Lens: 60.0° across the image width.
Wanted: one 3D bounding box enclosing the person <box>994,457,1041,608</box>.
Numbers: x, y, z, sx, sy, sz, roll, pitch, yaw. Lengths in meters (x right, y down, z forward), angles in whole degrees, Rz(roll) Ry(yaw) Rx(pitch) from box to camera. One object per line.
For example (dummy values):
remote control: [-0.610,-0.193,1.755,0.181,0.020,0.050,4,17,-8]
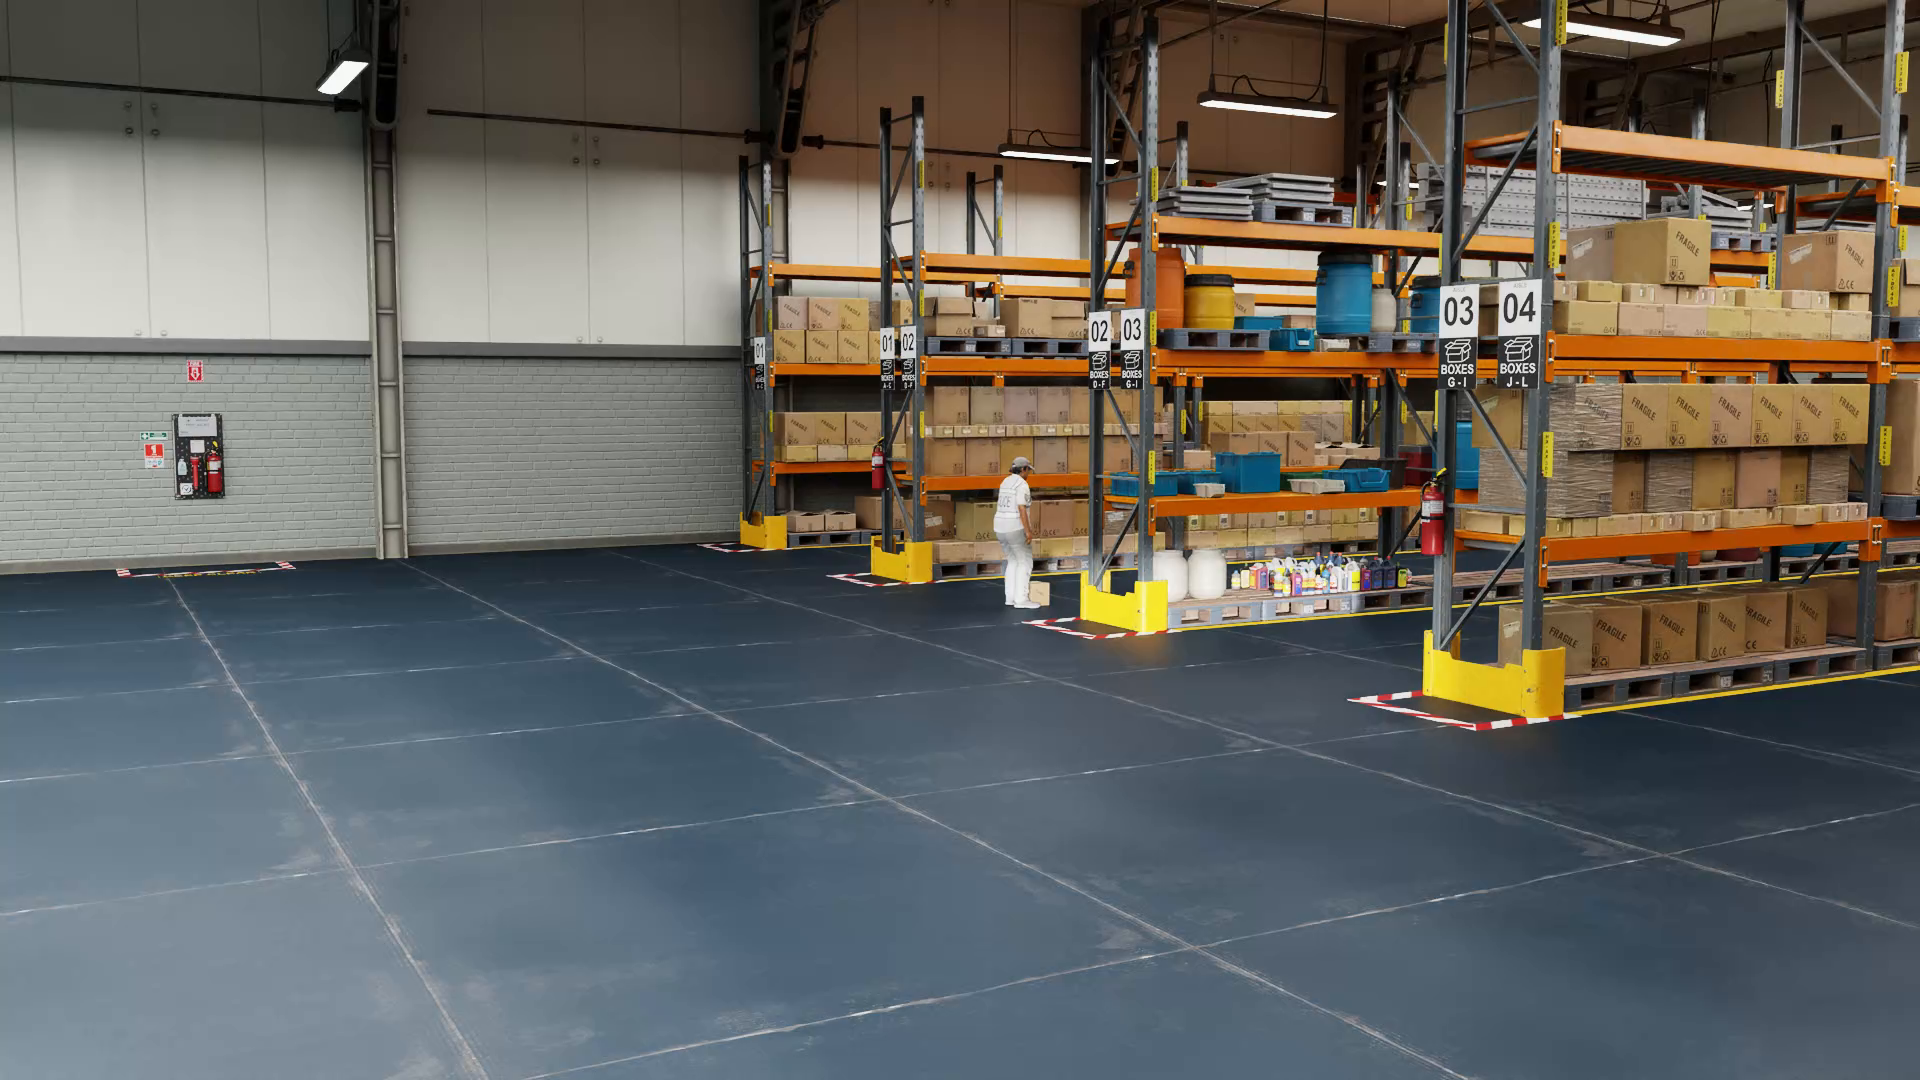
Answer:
person: [0.638,-0.091,18.486,0.468,1.665,0.537,-3,6,-30]
